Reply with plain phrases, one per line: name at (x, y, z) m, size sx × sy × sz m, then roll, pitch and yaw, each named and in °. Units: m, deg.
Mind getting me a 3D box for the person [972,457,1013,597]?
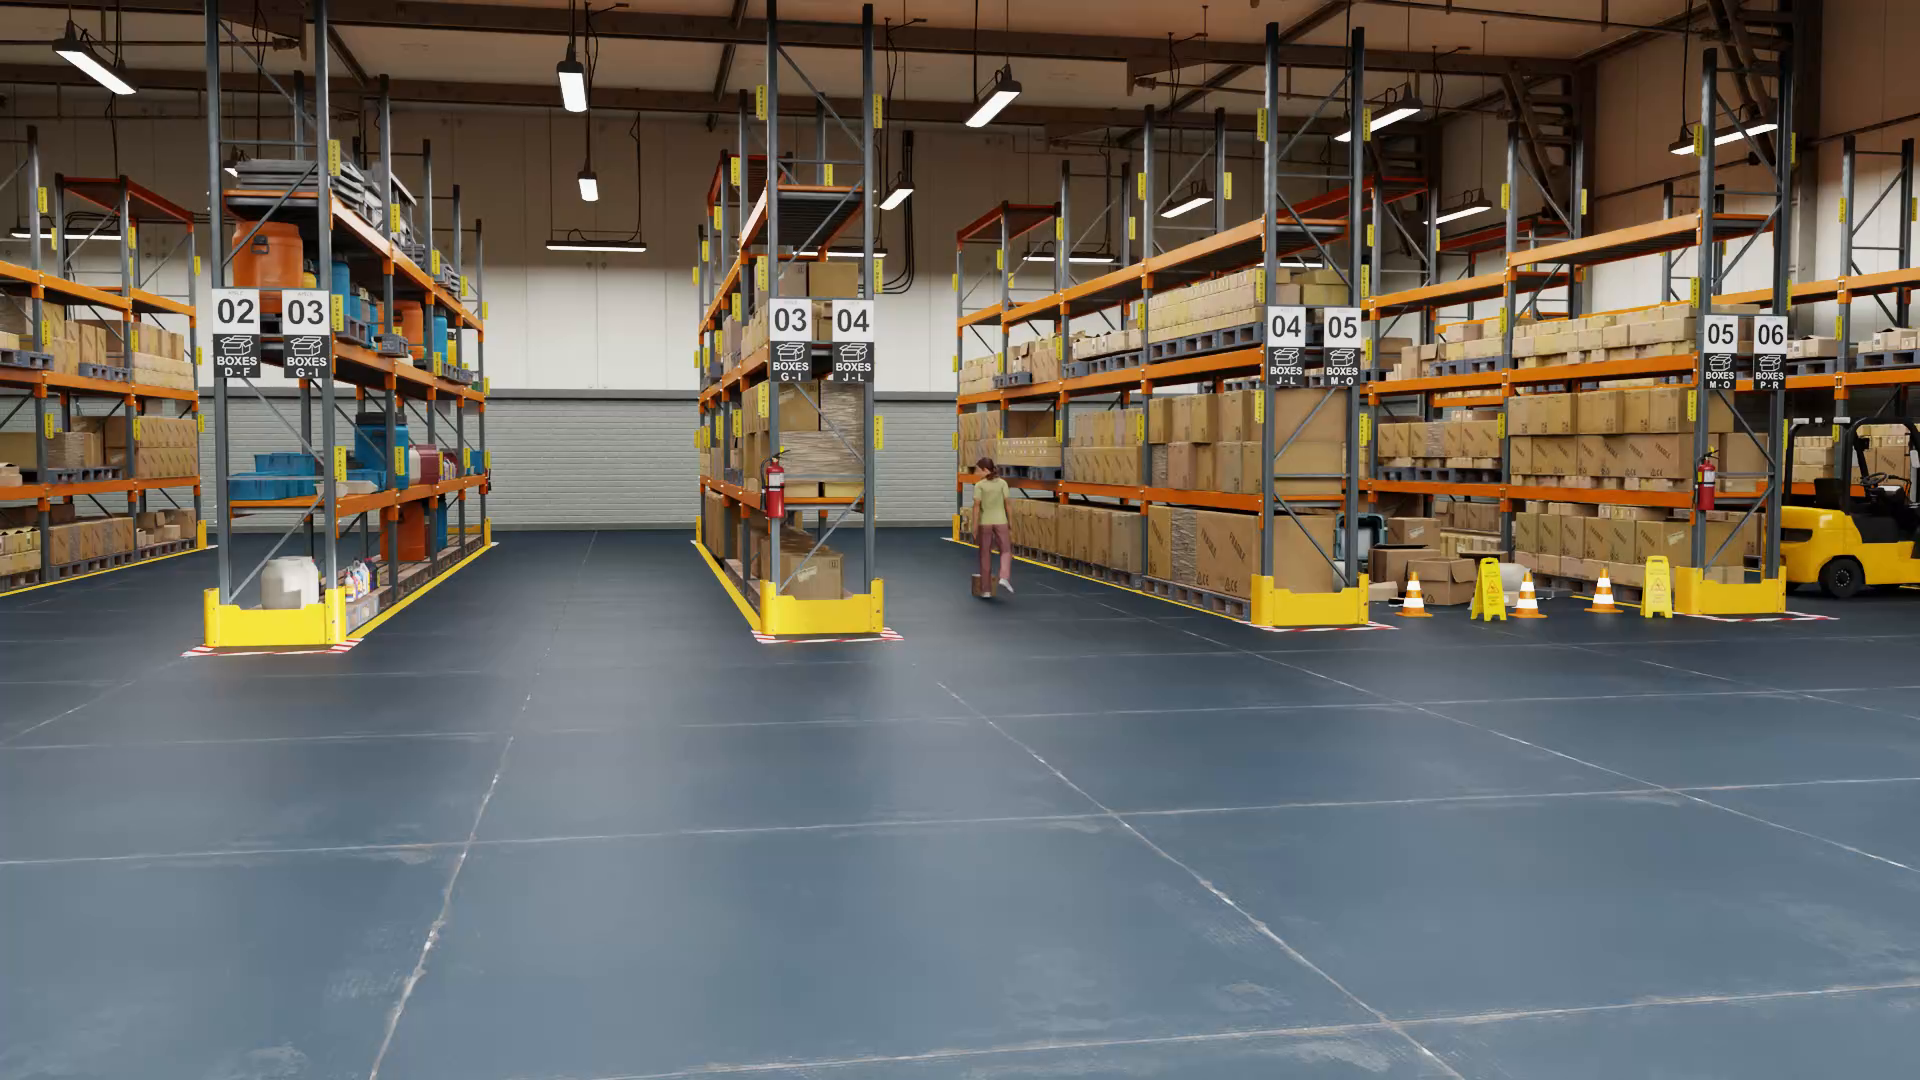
person at (0.380, -0.147, 19.601) m, size 0.490 × 1.672 × 0.690 m, roll 0°, pitch 3°, yaw -5°
